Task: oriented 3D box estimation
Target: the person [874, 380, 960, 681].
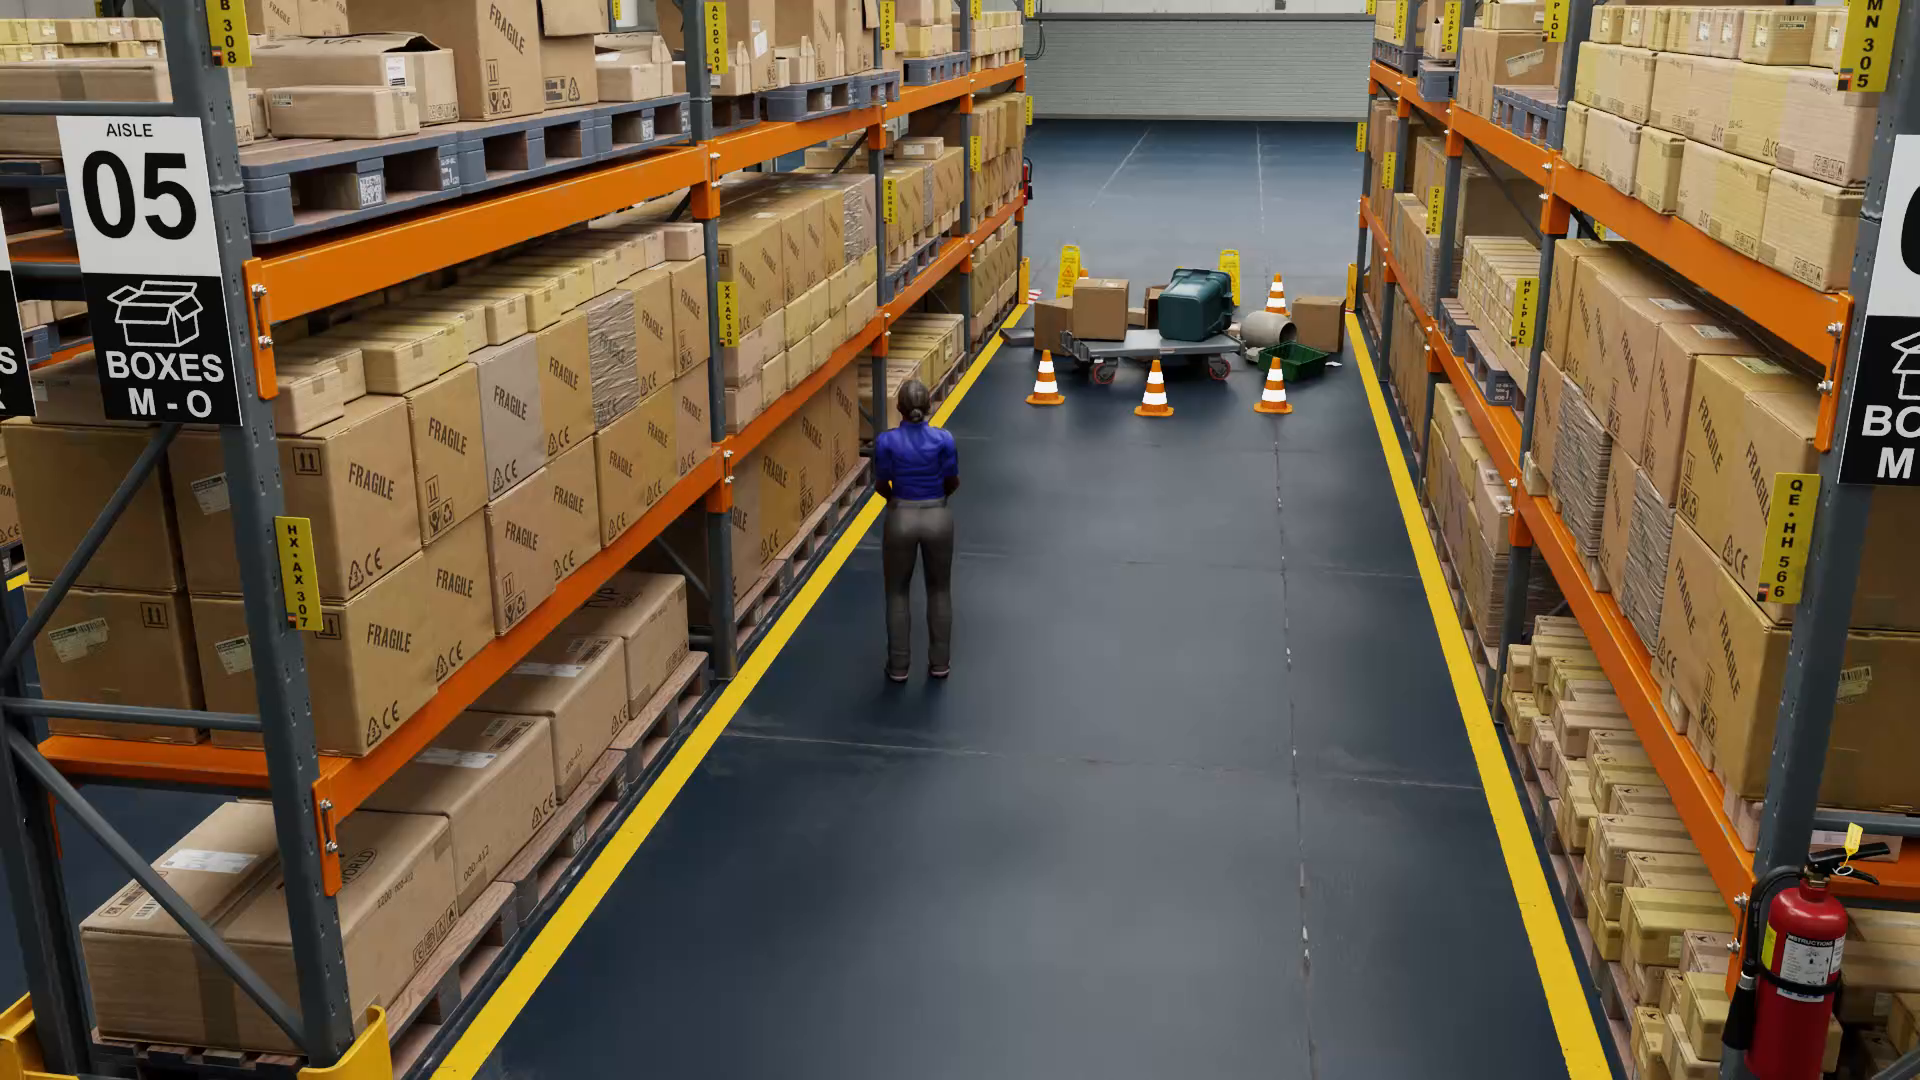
[{"bbox_3d":[-0.227,-0.074,8.807,0.449,1.645,0.521,-1,18,-4],"label":"person"}]
